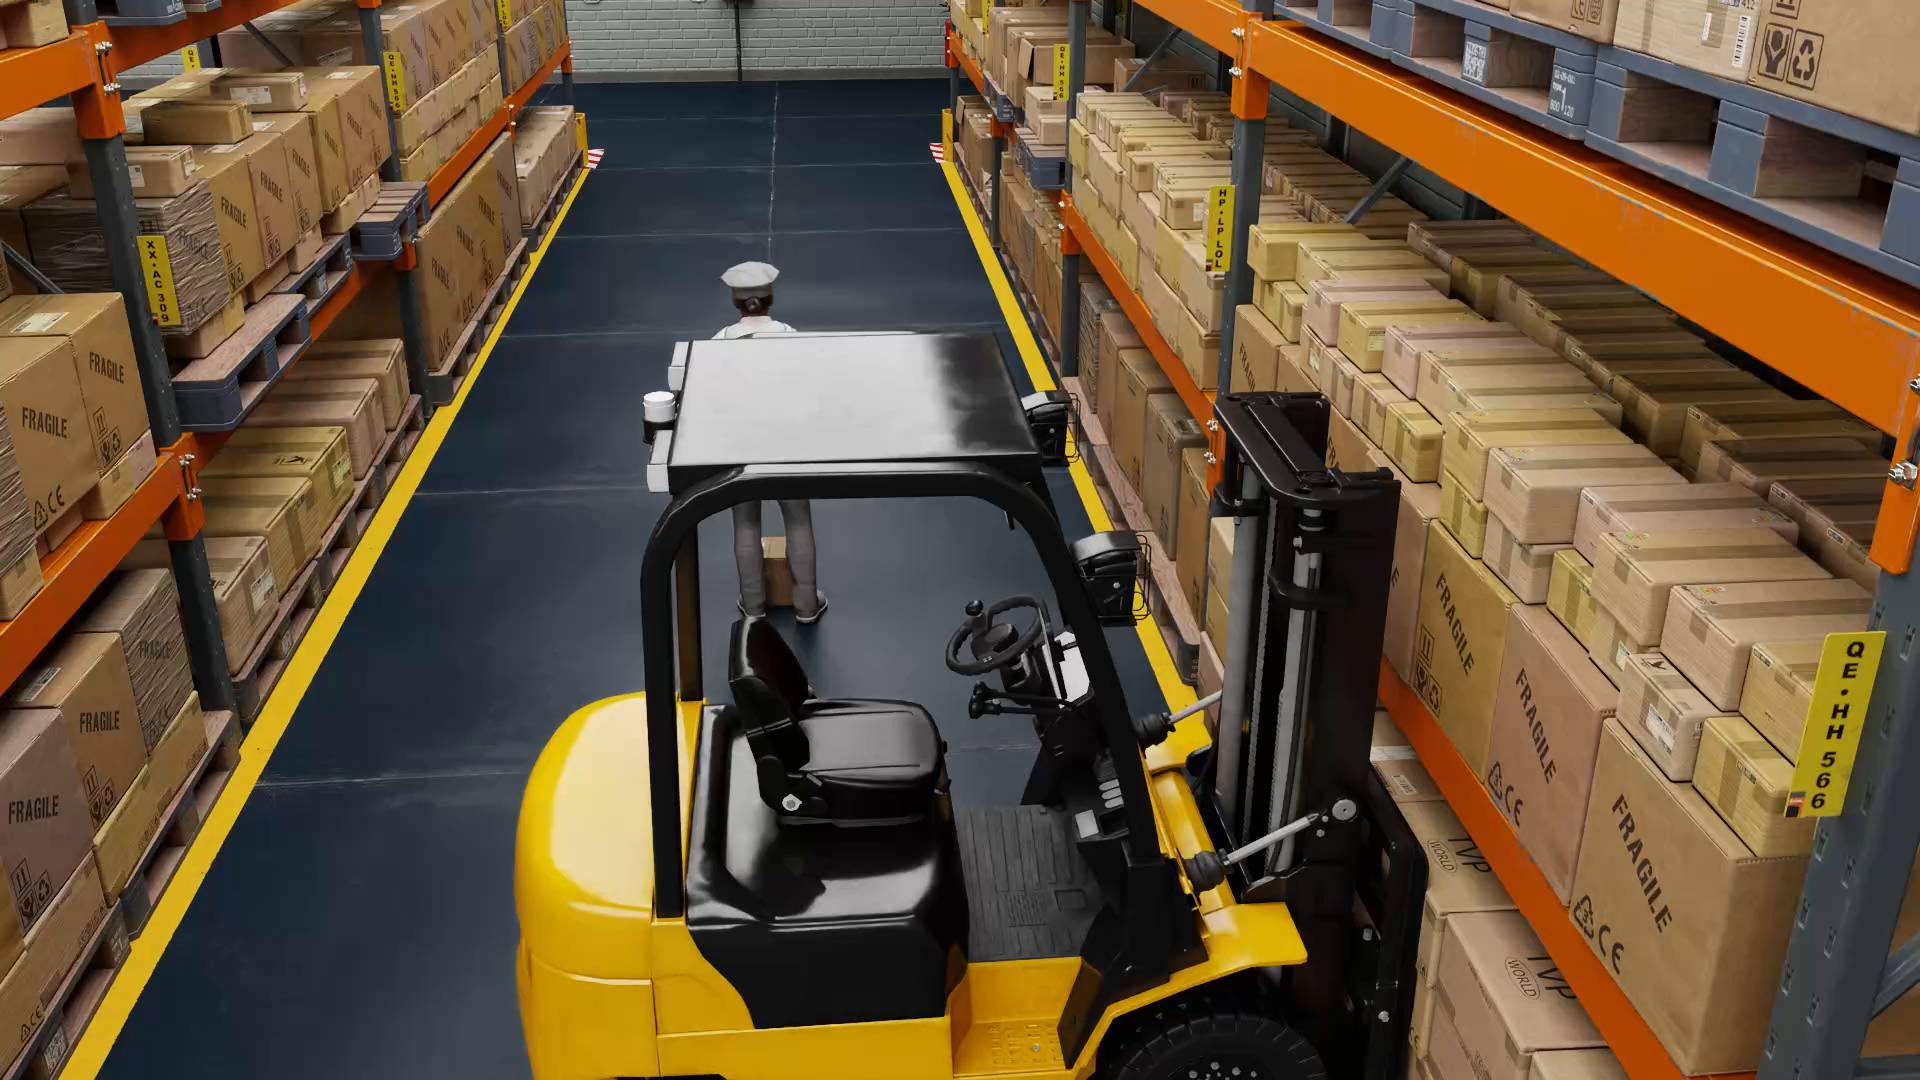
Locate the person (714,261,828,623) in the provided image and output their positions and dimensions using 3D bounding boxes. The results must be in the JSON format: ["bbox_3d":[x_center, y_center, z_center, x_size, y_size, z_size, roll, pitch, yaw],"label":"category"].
[{"bbox_3d":[-0.877,-0.405,7.515,0.507,1.659,0.415,-2,24,-5],"label":"person"}]
